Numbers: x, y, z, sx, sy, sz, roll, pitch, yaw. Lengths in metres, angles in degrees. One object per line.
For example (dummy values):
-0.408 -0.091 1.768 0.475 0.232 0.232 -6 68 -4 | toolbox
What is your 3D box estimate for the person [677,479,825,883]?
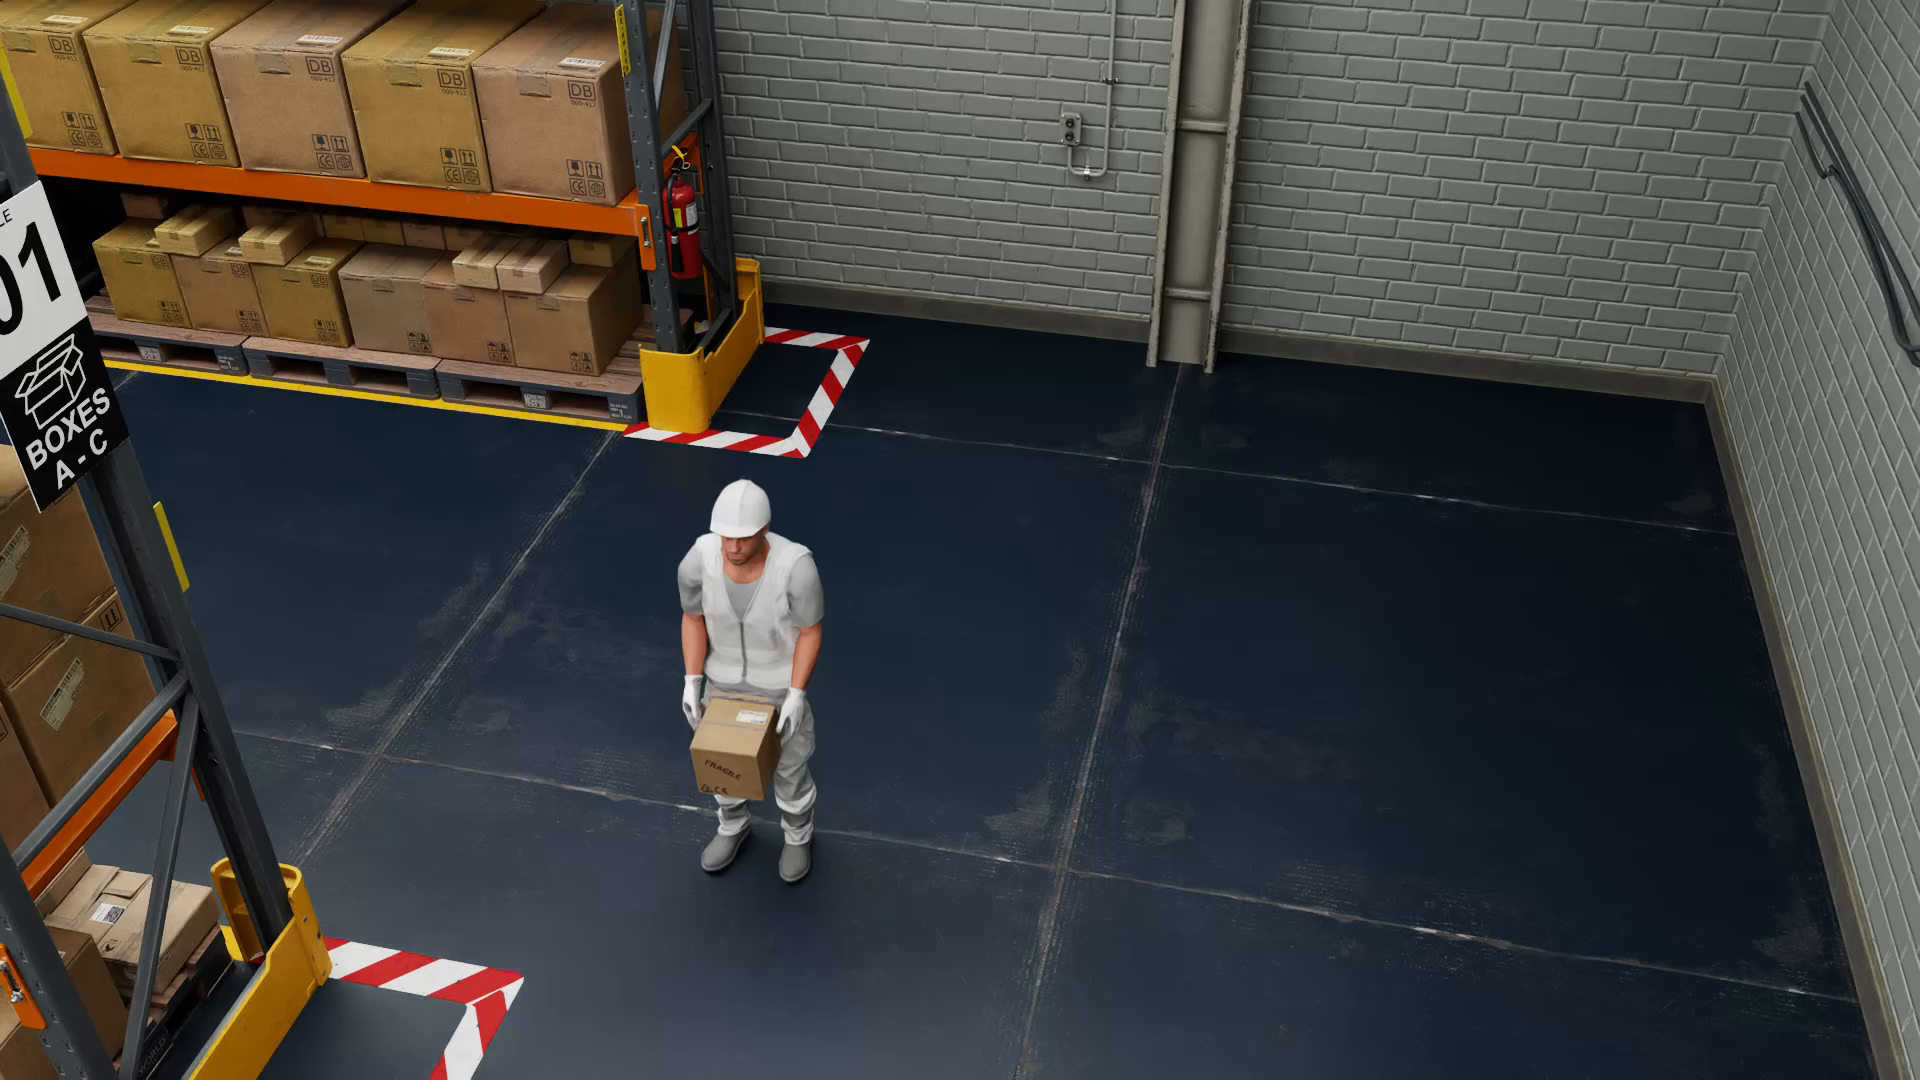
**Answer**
-0.765 0.543 6.204 0.537 1.791 0.449 7 37 9 | person
